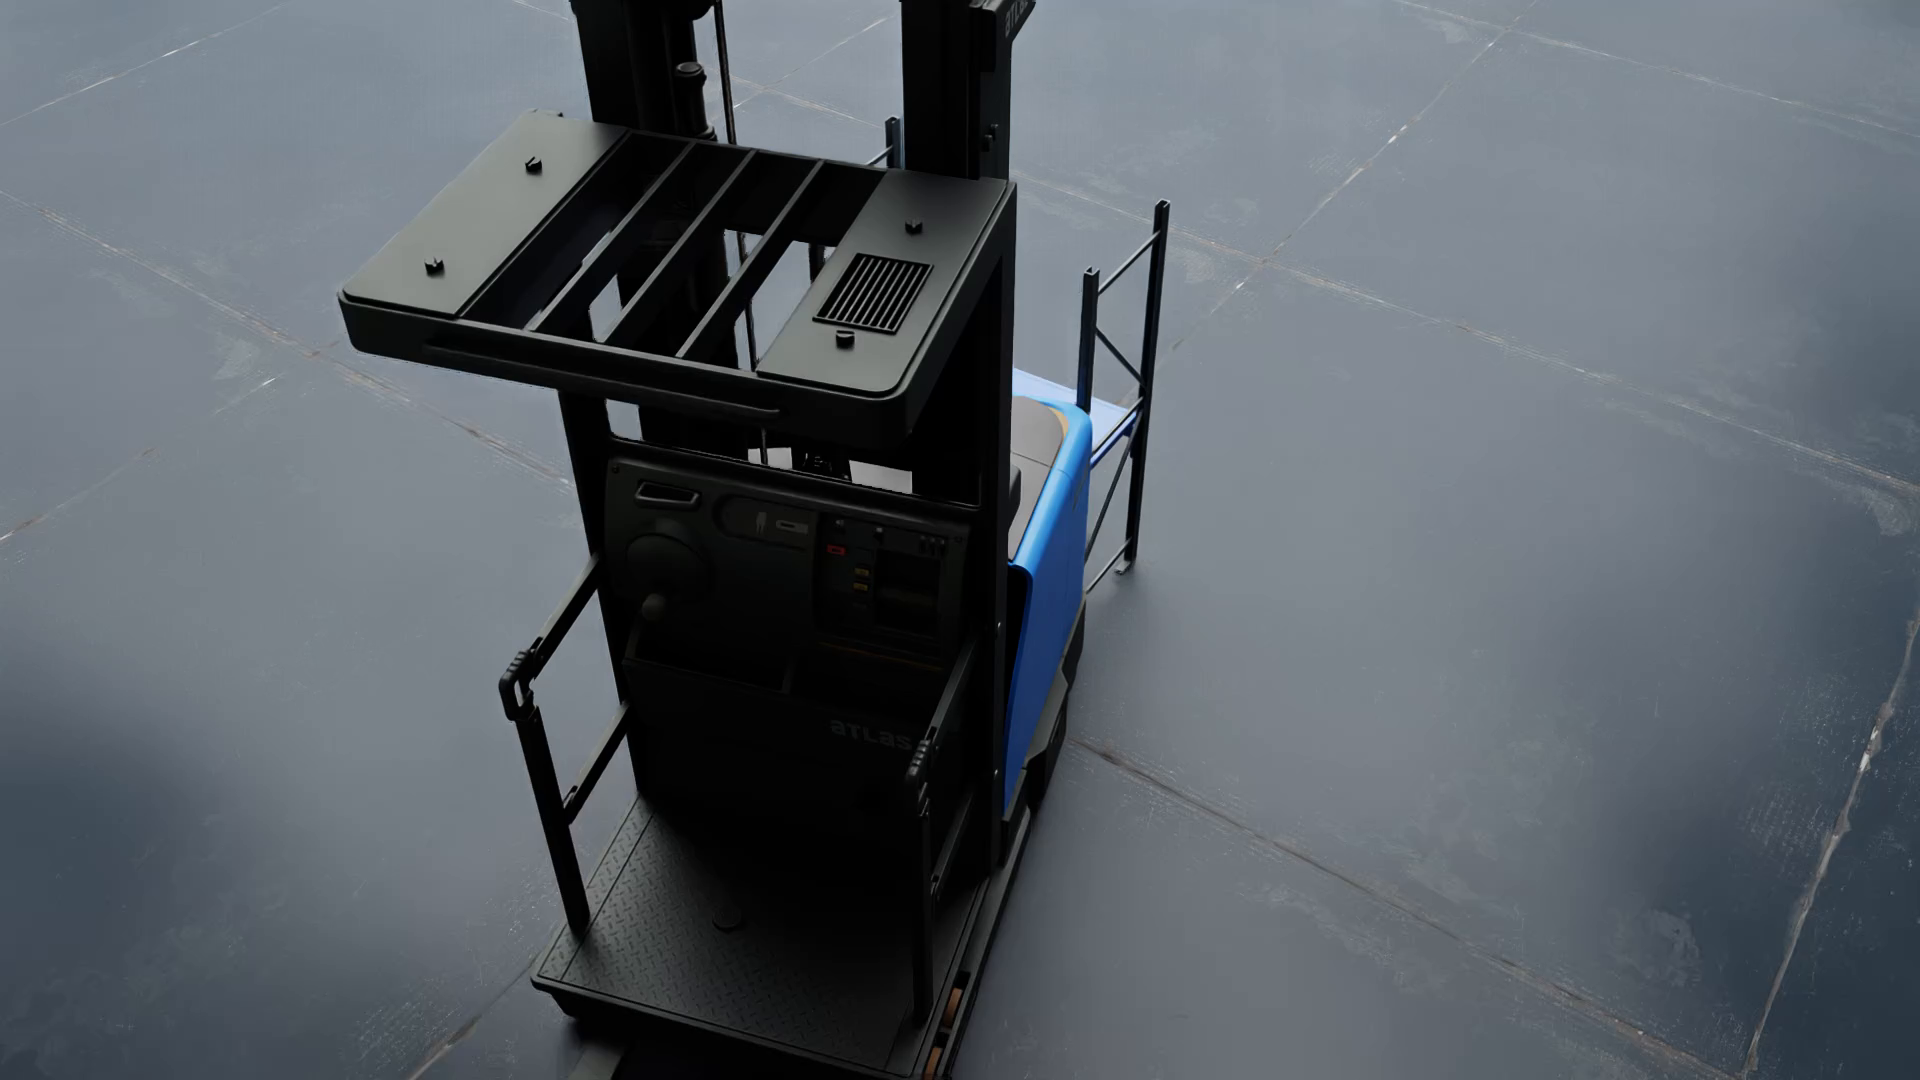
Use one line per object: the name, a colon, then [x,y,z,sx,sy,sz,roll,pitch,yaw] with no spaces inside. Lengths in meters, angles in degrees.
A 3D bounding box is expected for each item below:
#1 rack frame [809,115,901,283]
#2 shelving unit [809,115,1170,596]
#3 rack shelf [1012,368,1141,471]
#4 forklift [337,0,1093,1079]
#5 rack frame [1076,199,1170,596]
rack frame: [-0.349,-0.725,5.935,0.032,1.500,0.500,23,47,24]
shelving unit: [0.080,-0.543,5.732,1.048,1.500,0.538,23,47,24]
rack shelf: [0.080,-0.409,5.852,1.000,0.185,0.538,23,47,24]
forklift: [-0.492,0.141,3.894,1.130,2.935,3.031,11,43,12]
rack frame: [0.509,-0.361,5.529,0.032,1.500,0.500,23,47,24]
